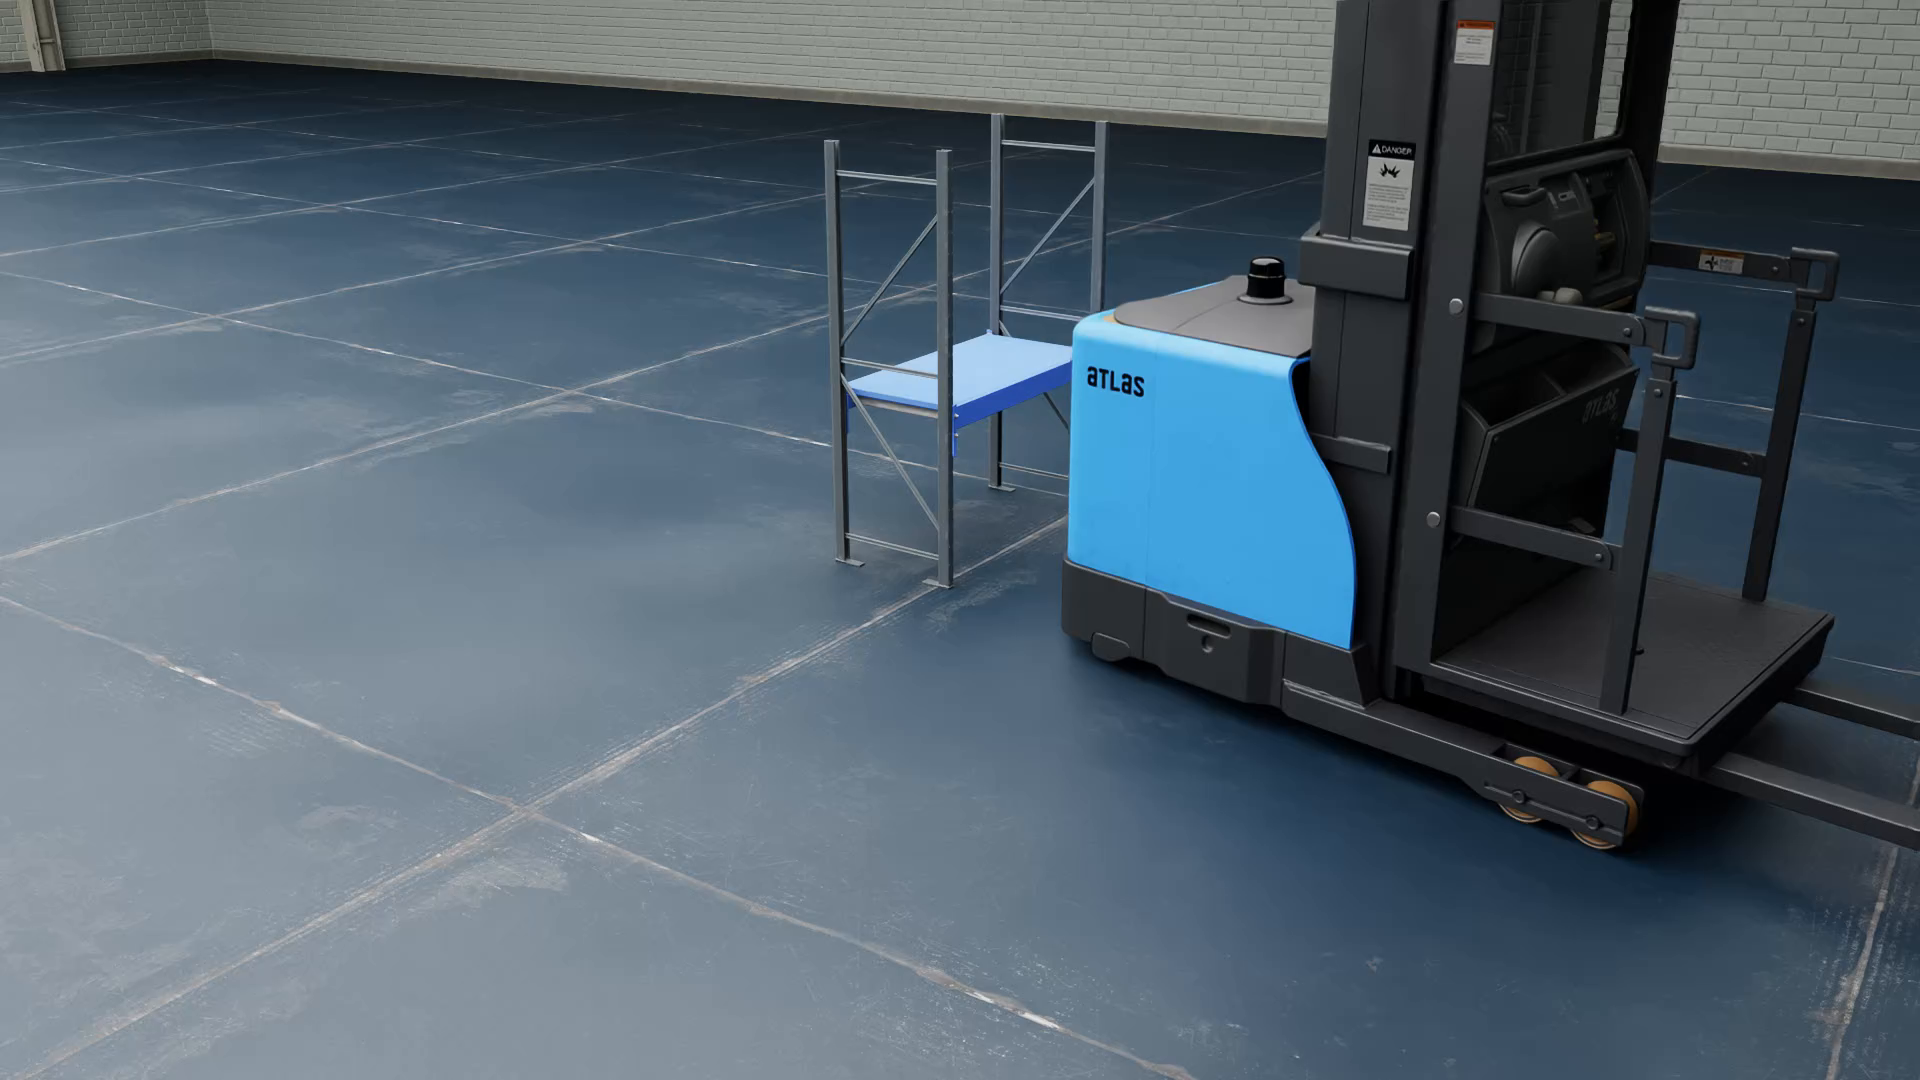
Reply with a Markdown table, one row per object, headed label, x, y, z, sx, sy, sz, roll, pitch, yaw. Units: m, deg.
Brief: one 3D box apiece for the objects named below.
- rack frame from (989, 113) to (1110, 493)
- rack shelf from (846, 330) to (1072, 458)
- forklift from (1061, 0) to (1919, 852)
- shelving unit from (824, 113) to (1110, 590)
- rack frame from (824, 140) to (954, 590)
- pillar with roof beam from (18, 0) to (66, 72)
| label | x | y | z | sx | sy | sz | roll | pitch | yaw |
| --- | --- | --- | --- | --- | --- | --- | --- | --- | --- |
| rack frame | 0.334 | -0.874 | 6.465 | 0.500 | 1.500 | 0.032 | 13 | 24 | 32 |
| rack shelf | 0.048 | -0.559 | 6.133 | 0.538 | 0.185 | 1.000 | 13 | 24 | 32 |
| forklift | 1.746 | -0.805 | 4.216 | 3.031 | 2.935 | 1.130 | 18 | 27 | 40 |
| shelving unit | 0.048 | -0.728 | 6.071 | 0.538 | 1.500 | 1.048 | 13 | 24 | 32 |
| rack frame | -0.238 | -0.582 | 5.677 | 0.500 | 1.500 | 0.032 | 13 | 24 | 32 |
| pillar with roof beam | -10.950 | -10.859 | 22.651 | 9.100 | 9.000 | 0.400 | 13 | 24 | 32 |
